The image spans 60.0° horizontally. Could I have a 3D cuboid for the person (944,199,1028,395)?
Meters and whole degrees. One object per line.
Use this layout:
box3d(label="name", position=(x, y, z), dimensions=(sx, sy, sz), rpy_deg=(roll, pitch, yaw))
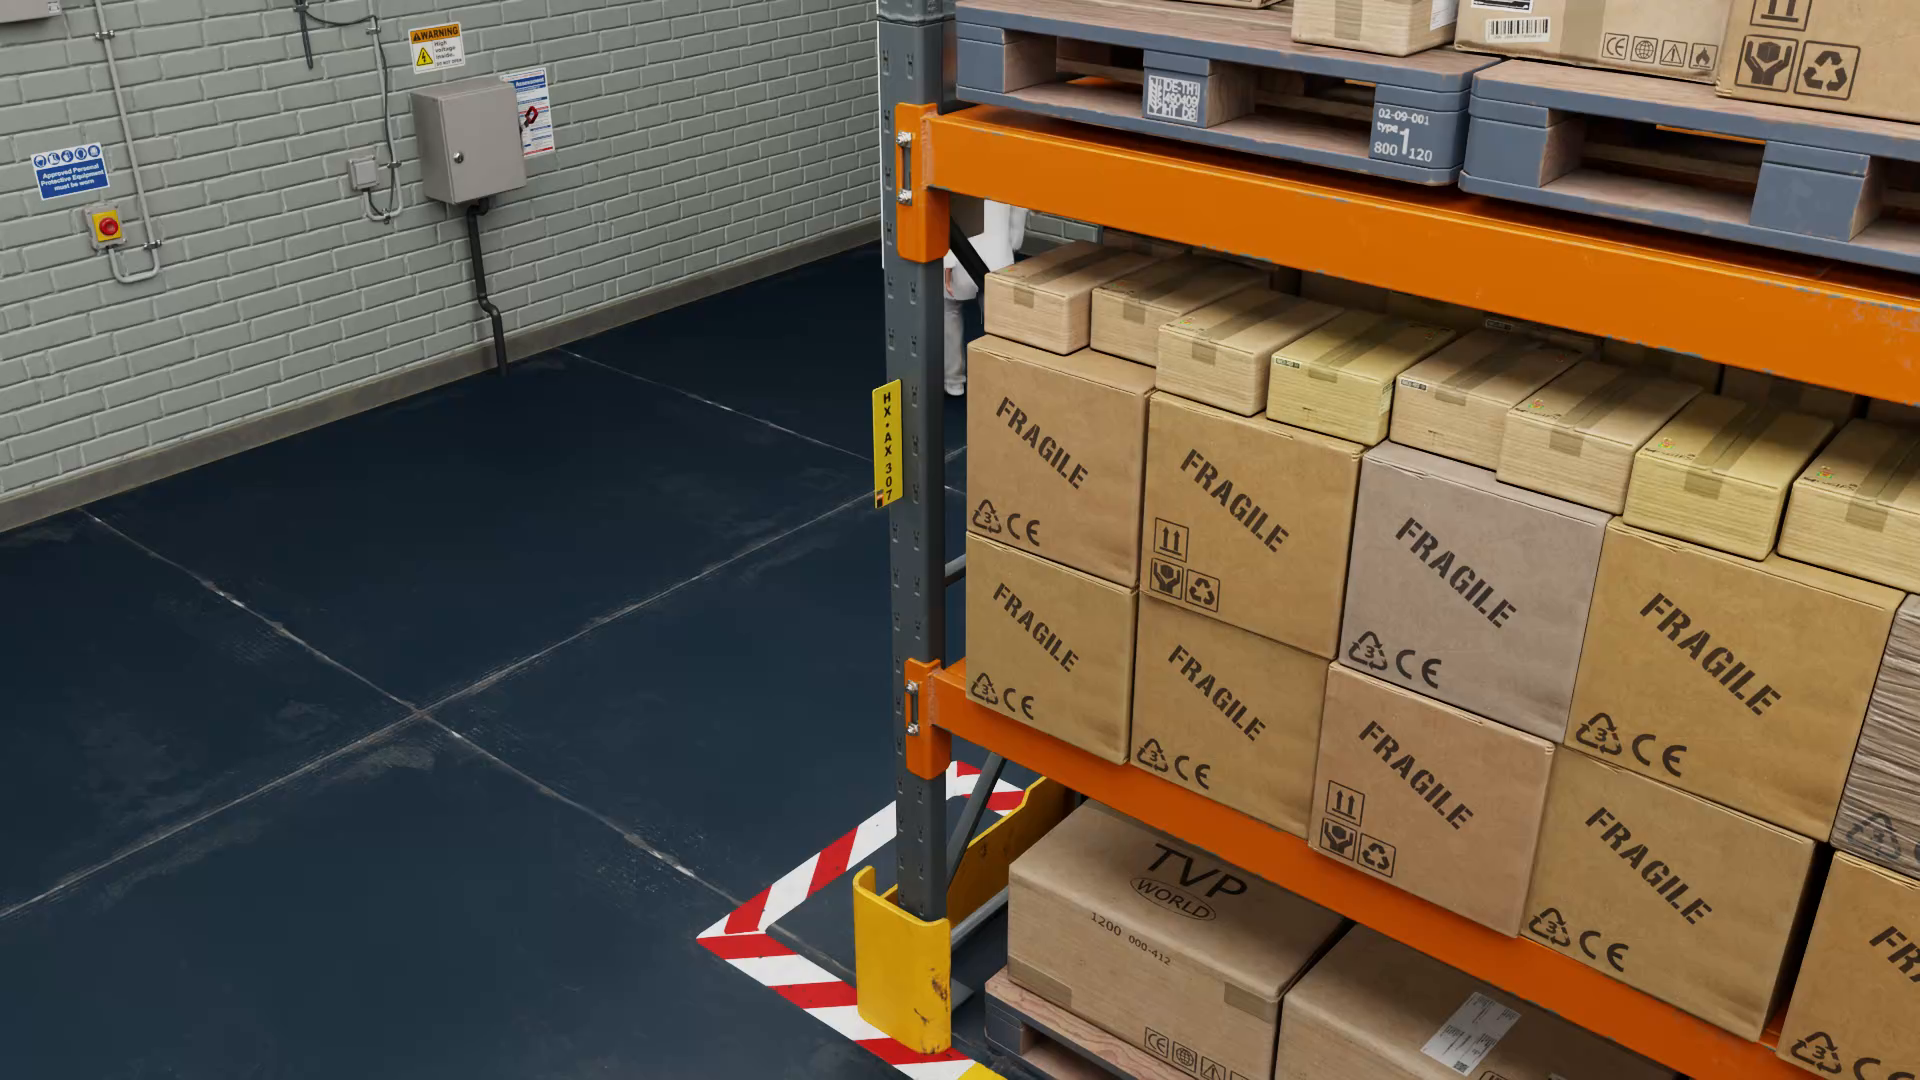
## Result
box3d(label="person", position=(0.115, -1.583, 9.232), dimensions=(0.574, 1.747, 0.970), rpy_deg=(-10, 29, -19))
